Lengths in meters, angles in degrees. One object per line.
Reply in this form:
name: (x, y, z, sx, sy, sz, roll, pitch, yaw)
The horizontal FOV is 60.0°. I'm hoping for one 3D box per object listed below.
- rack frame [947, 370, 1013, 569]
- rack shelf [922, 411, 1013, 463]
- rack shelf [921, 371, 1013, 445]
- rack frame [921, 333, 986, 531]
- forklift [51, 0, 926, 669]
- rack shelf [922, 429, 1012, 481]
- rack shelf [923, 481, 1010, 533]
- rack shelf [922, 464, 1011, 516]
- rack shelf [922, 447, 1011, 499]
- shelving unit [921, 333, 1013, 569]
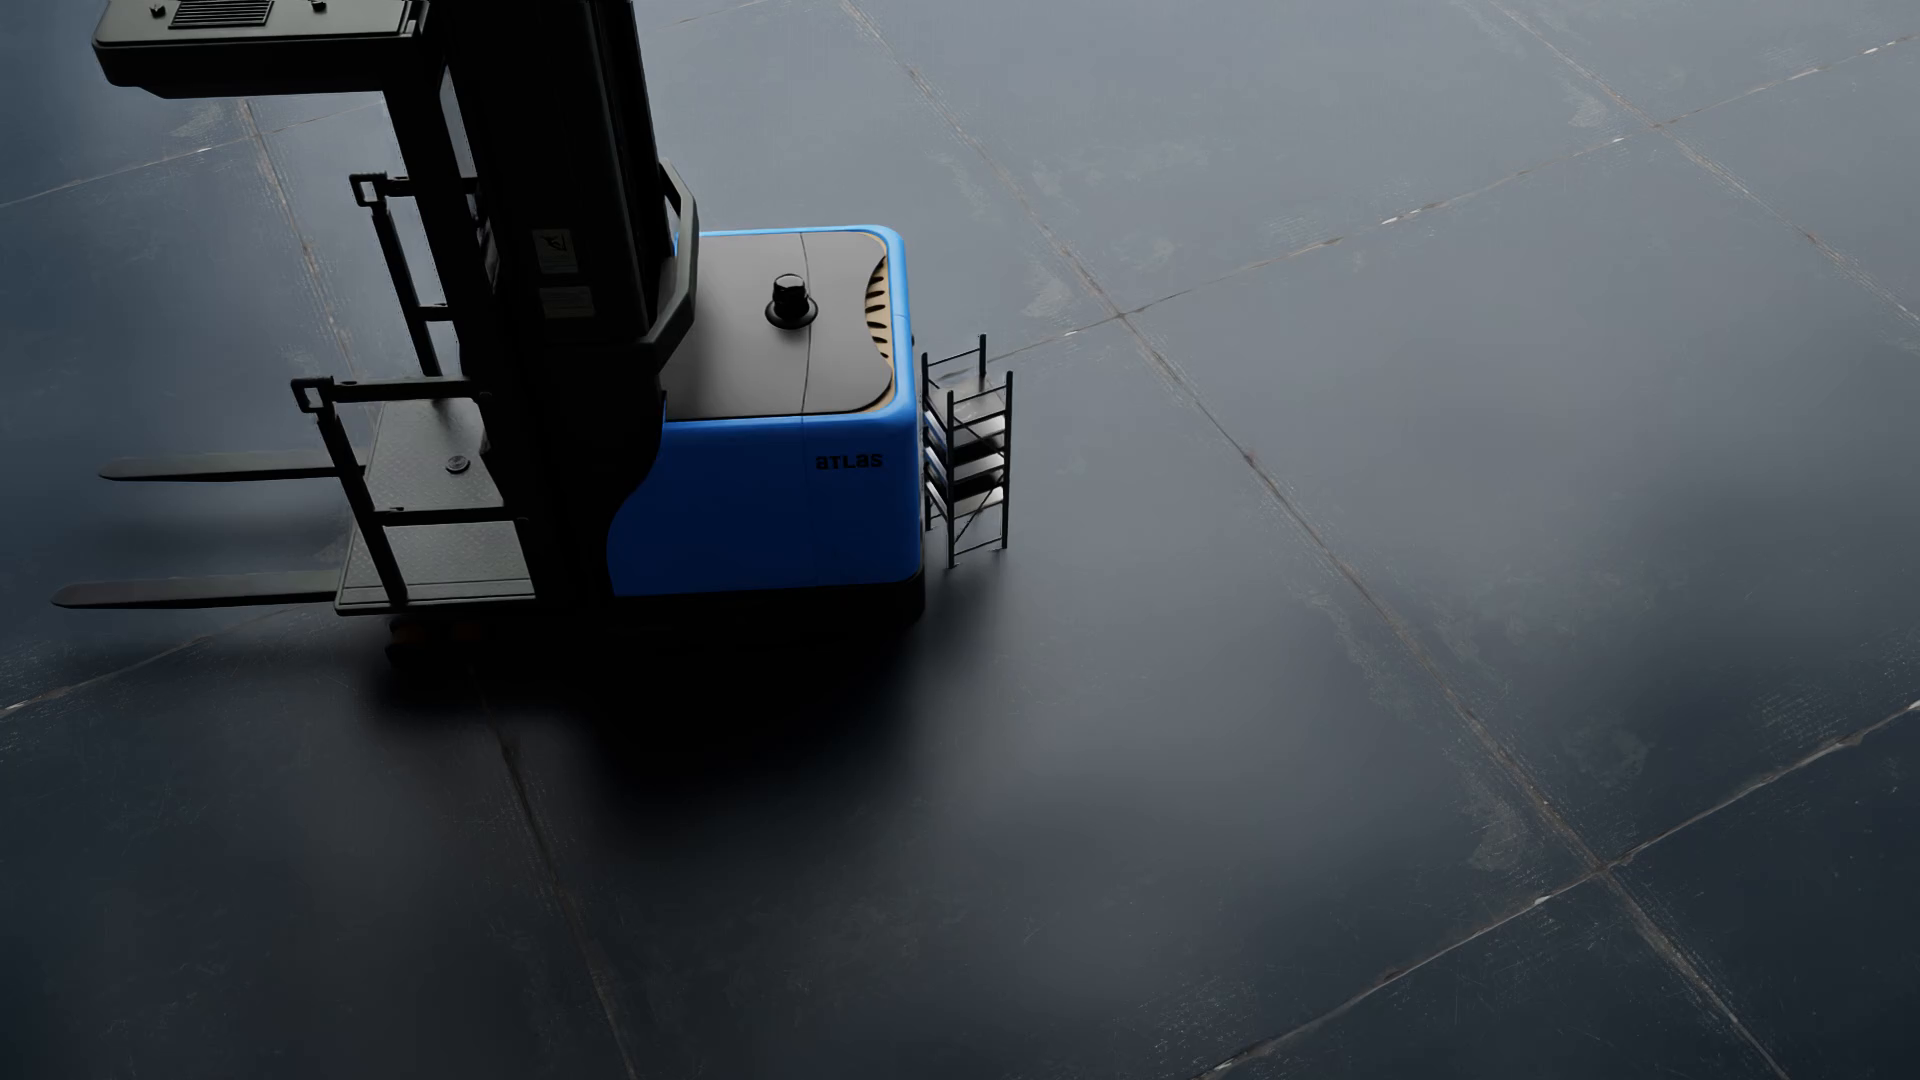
rack frame: (0.067, -0.231, 5.854, 0.240, 0.900, 0.006, -20, 52, -17)
rack shelf: (0.023, -0.397, 5.804, 0.258, 0.077, 0.200, -20, 52, -17)
rack shelf: (0.023, -0.456, 5.737, 0.258, 0.077, 0.200, -20, 52, -17)
rack frame: (-0.021, -0.369, 5.975, 0.240, 0.900, 0.006, -20, 52, -17)
forklift: (-1.664, -0.926, 5.113, 3.031, 2.935, 1.130, -3, 49, -3)
rack shelf: (0.023, -0.337, 5.872, 0.258, 0.077, 0.200, -20, 52, -17)
rack shelf: (0.023, -0.160, 6.075, 0.258, 0.077, 0.200, -20, 52, -17)
rack shelf: (0.023, -0.219, 6.008, 0.258, 0.077, 0.200, -20, 52, -17)
rack shelf: (0.023, -0.278, 5.940, 0.258, 0.077, 0.200, -20, 52, -17)
shelving unit: (0.023, -0.300, 5.915, 0.258, 0.900, 0.210, -20, 52, -17)
